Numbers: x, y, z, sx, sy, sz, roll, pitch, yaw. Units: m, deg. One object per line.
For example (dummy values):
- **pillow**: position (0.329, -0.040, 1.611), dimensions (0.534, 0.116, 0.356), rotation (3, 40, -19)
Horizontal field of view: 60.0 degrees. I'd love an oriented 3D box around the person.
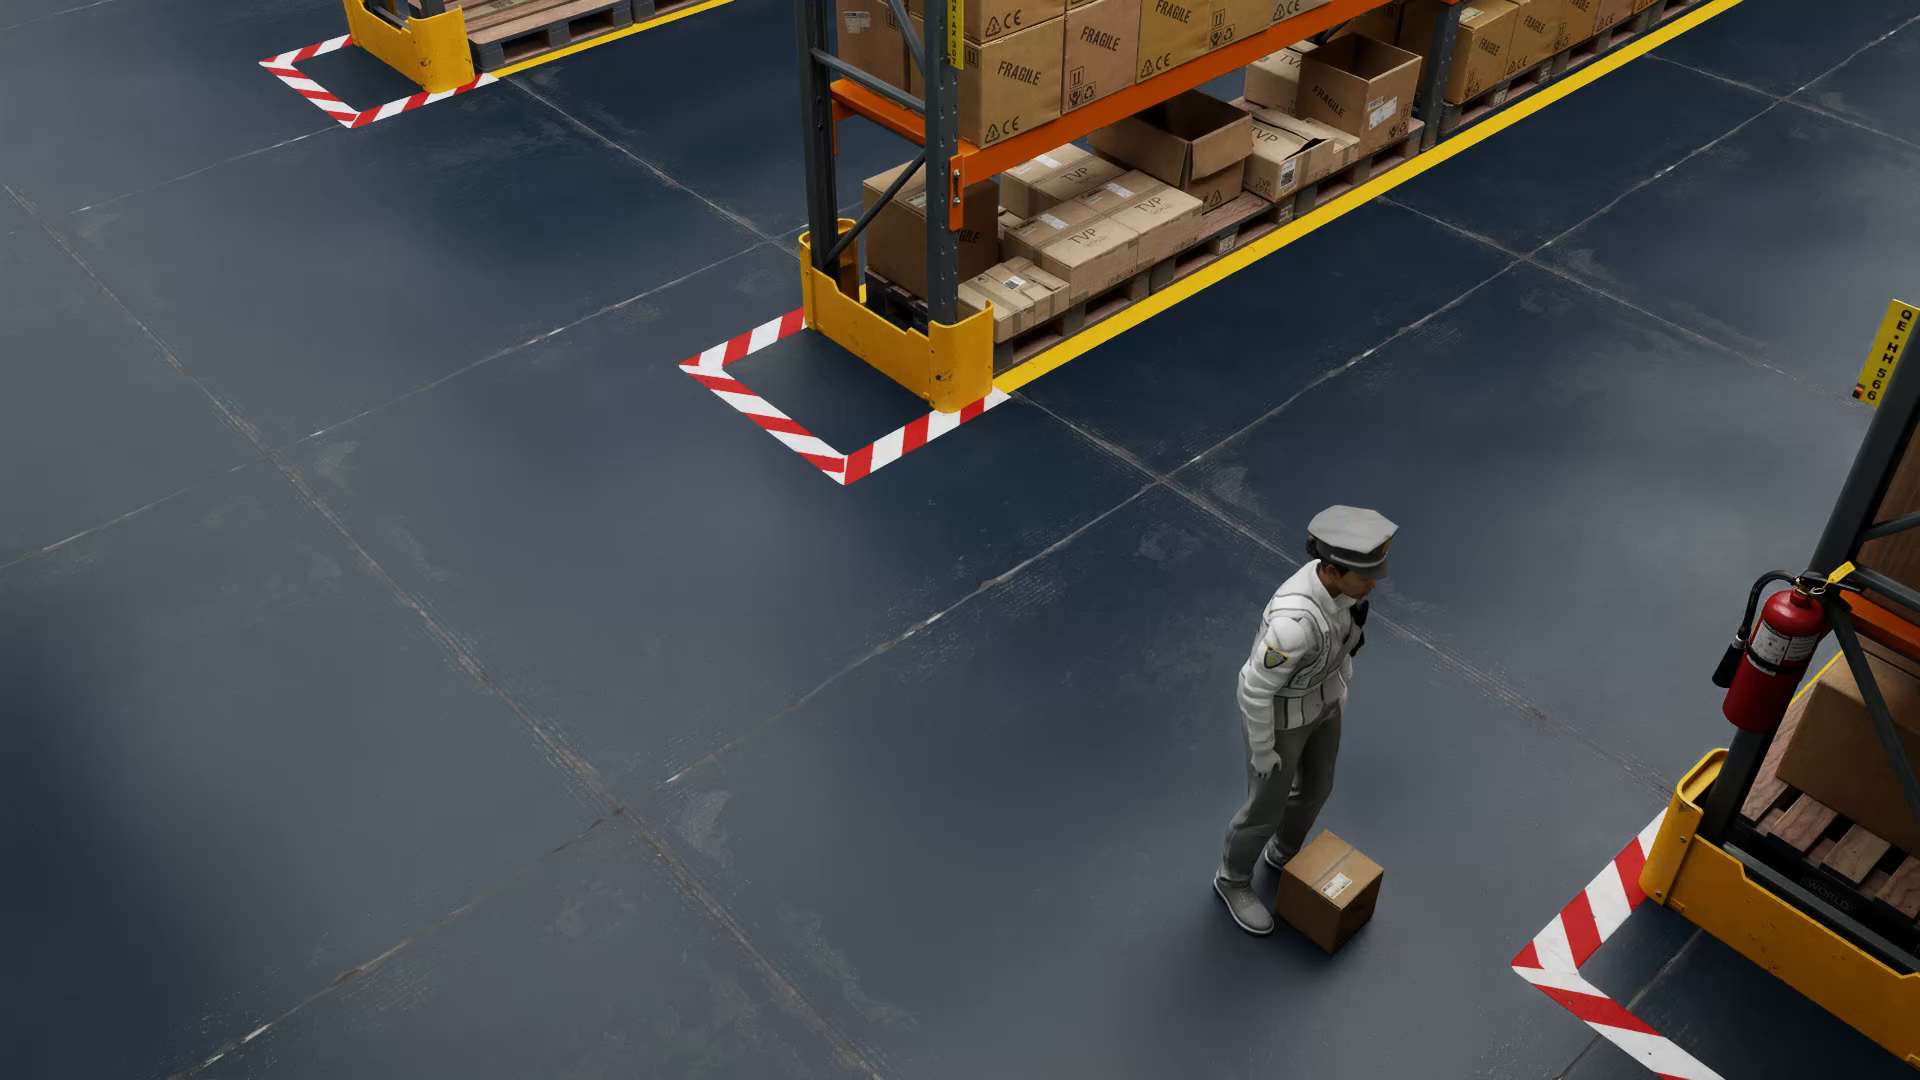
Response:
- **person**: position (1.130, 0.579, 5.466), dimensions (0.414, 1.662, 0.535), rotation (32, 50, 32)
